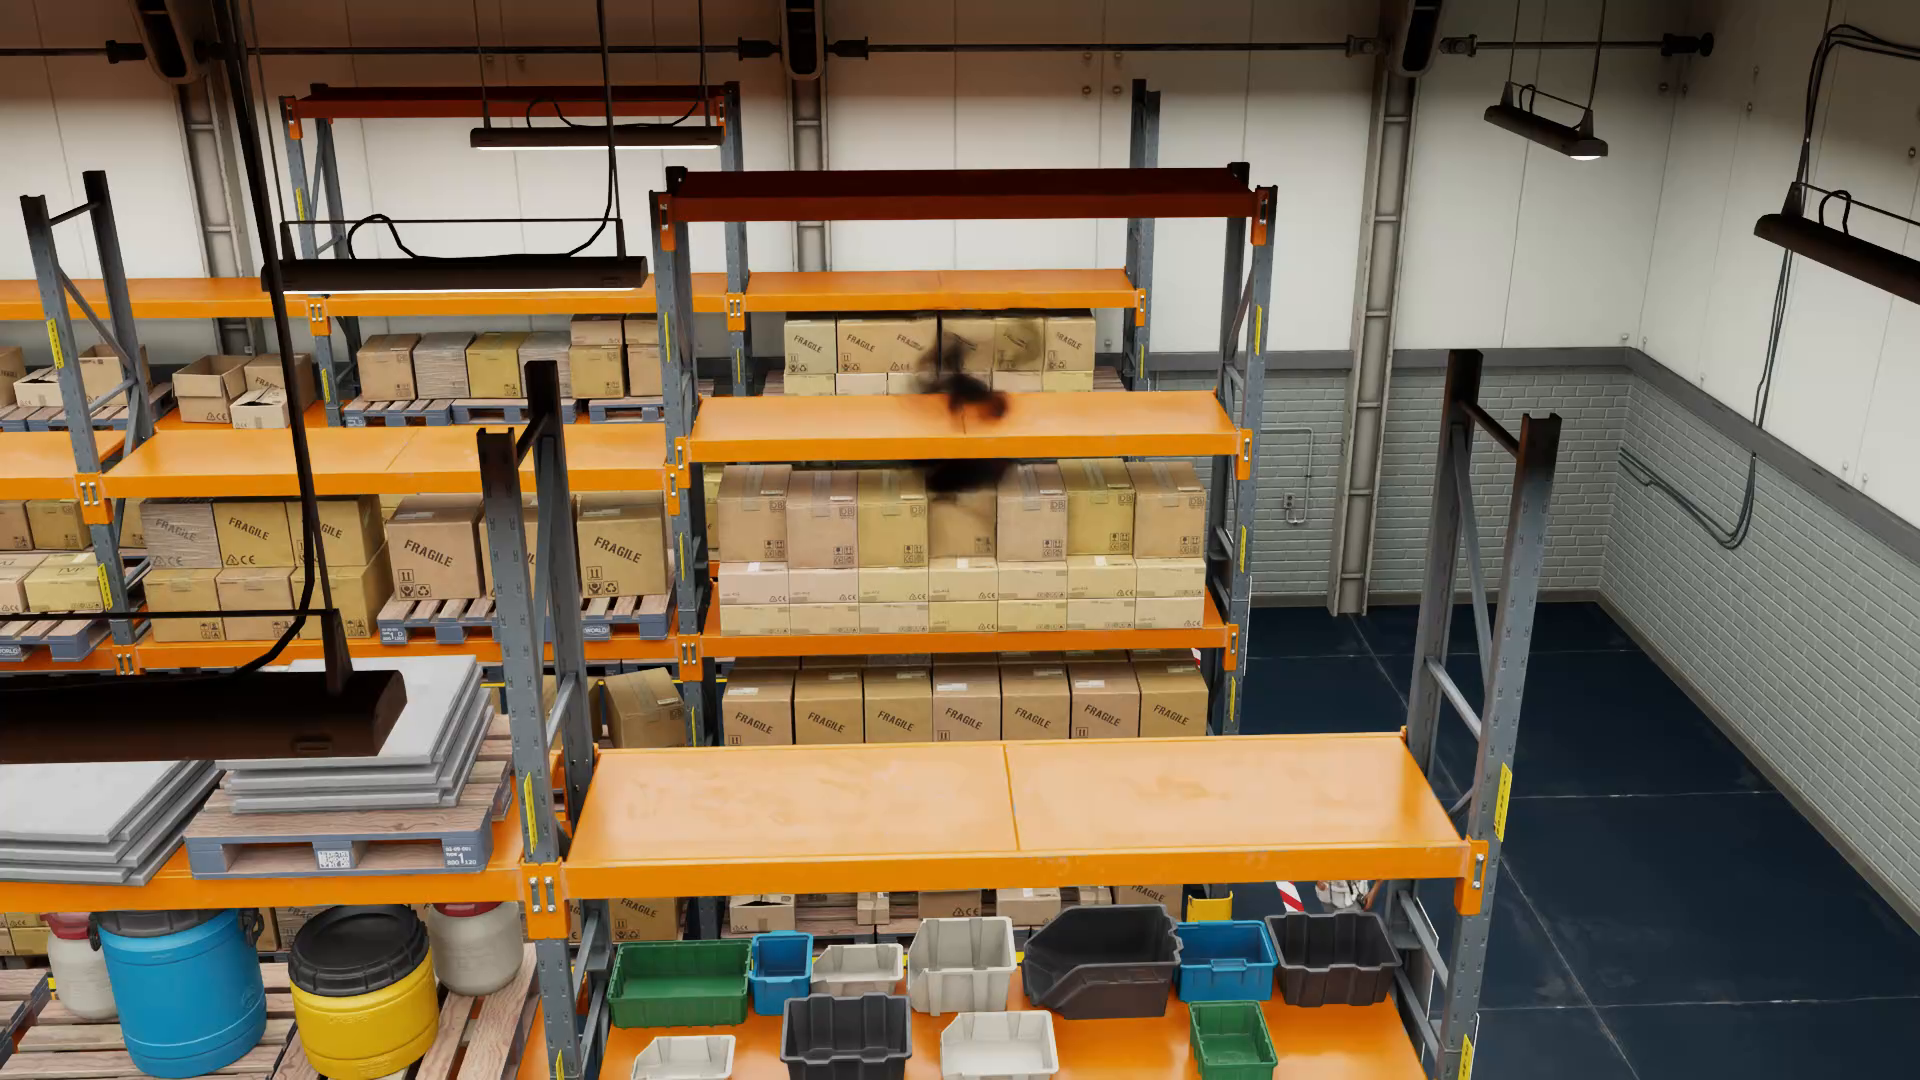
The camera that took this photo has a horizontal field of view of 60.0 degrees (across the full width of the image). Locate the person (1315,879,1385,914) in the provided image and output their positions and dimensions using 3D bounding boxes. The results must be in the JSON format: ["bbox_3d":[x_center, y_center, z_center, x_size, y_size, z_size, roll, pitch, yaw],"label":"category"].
[{"bbox_3d":[2.696,2.574,11.918,0.877,1.703,0.581,-19,29,-39],"label":"person"}]

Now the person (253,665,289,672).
[{"bbox_3d":[-6.127,1.628,14.881,0.936,1.663,0.590,-5,23,-12],"label":"person"}]
